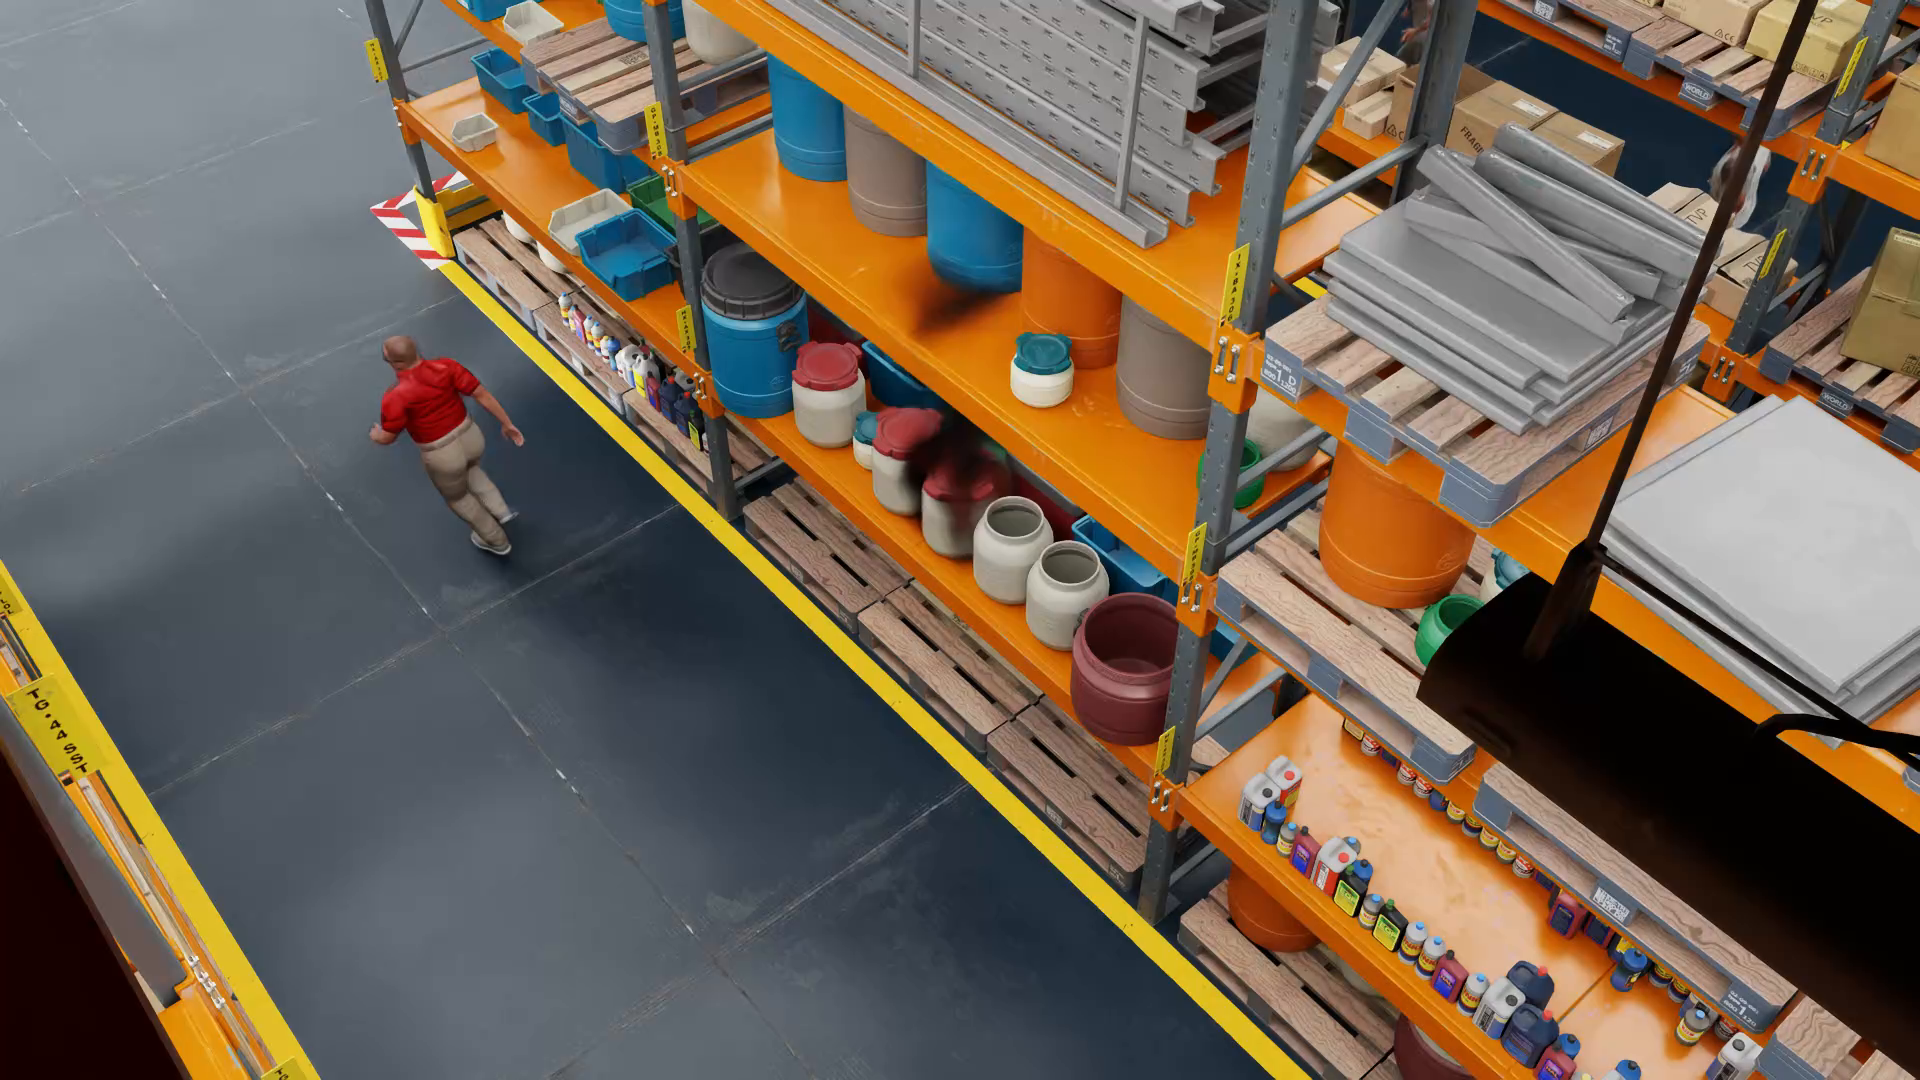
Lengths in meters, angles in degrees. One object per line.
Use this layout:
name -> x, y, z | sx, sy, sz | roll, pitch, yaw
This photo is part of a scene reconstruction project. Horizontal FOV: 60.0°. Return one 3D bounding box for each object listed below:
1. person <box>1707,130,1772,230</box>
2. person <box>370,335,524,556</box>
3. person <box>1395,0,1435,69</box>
person -> 5.597, -2.332, 12.020 | 0.676, 1.735, 0.673 | 31, 54, 26
person -> -3.244, -0.610, 10.394 | 0.799, 1.666, 0.677 | 28, 53, 24
person -> 3.978, -4.180, 13.843 | 0.783, 1.622, 0.562 | 26, 52, 23
